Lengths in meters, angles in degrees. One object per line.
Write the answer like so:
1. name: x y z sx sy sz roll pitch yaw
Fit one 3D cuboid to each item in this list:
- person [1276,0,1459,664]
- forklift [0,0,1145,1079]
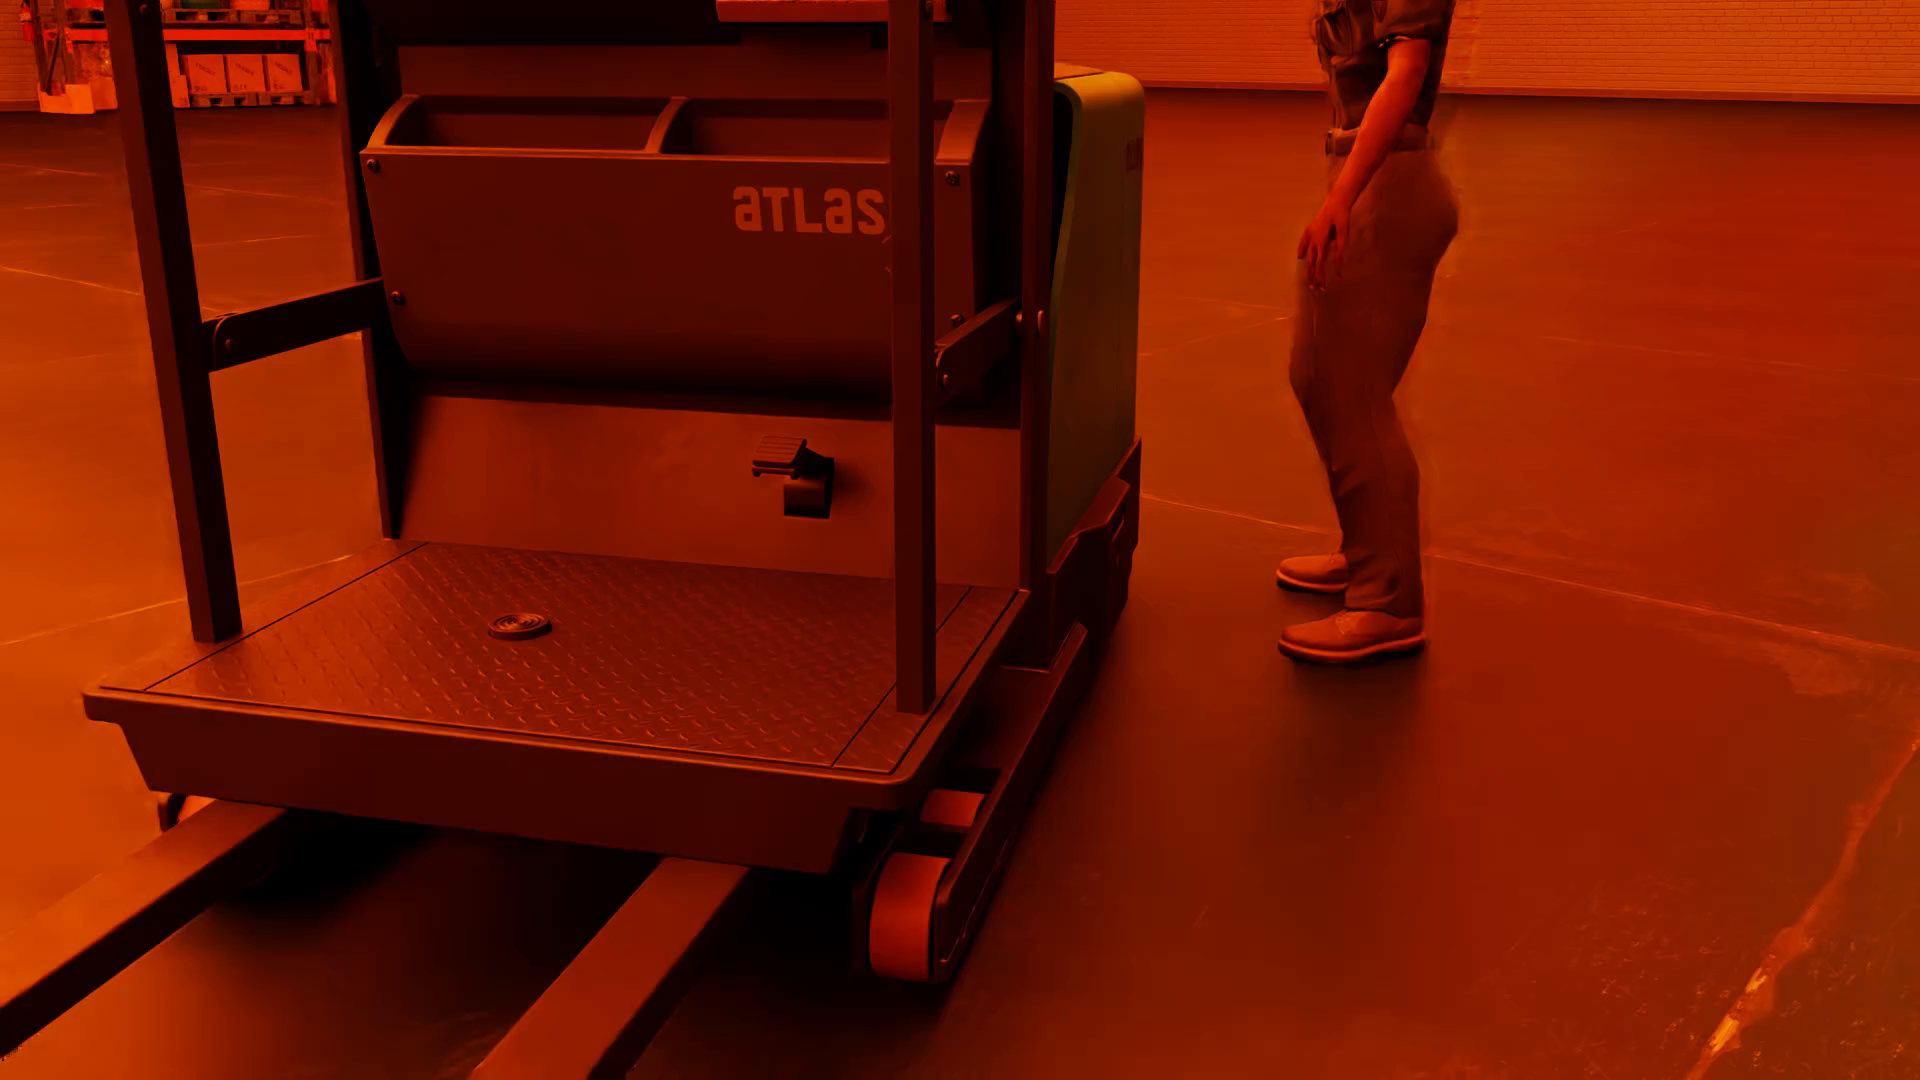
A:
1. person: 0.806 -0.640 3.244 0.316 1.636 0.714 4 17 12
2. forklift: -0.468 -0.965 2.075 1.130 2.935 3.031 4 17 14
